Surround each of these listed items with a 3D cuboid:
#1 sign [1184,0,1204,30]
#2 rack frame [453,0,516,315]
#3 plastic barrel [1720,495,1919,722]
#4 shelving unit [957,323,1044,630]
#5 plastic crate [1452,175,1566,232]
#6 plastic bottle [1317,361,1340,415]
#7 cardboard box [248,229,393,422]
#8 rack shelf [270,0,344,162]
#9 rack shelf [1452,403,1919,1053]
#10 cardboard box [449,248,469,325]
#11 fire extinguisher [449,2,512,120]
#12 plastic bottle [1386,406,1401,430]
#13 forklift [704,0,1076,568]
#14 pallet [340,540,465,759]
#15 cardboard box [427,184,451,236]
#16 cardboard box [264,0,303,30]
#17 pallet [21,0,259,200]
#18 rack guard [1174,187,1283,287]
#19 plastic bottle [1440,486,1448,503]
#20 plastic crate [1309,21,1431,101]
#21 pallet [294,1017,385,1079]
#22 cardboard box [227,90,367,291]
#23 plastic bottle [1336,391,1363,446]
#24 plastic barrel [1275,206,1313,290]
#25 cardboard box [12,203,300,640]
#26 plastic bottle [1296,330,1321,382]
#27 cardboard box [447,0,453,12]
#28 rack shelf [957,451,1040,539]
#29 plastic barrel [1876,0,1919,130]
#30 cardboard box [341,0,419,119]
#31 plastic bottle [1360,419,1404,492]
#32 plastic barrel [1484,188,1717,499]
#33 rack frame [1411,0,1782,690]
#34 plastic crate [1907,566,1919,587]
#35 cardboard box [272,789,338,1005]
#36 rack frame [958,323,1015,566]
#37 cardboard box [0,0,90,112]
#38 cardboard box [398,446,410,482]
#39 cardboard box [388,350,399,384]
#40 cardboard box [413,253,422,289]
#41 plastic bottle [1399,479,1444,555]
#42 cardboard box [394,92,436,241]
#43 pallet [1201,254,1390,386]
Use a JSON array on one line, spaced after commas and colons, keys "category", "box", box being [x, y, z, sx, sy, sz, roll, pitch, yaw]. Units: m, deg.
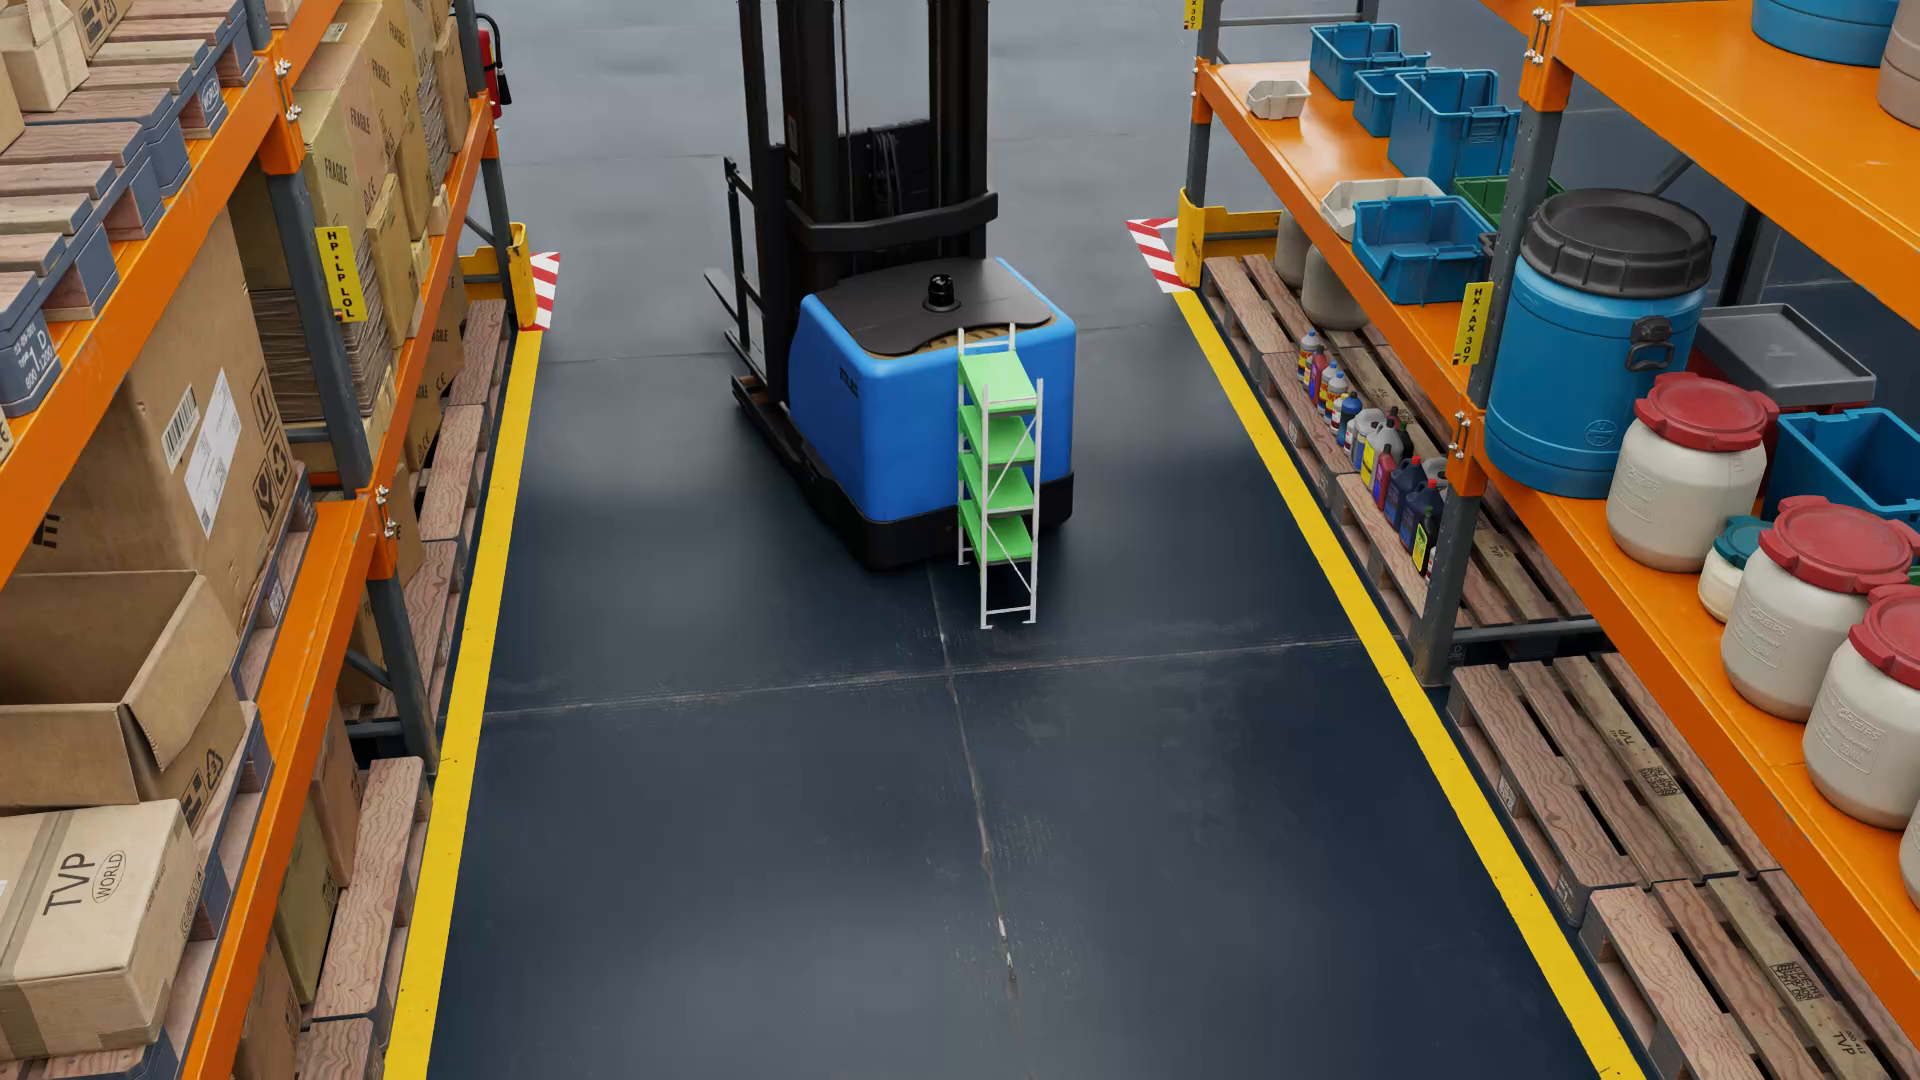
[{"category": "sign", "box": [1.306, -3.004, 9.249, 0.100, 0.325, 0.005, -4, 35, -6]}, {"category": "rack frame", "box": [-3.057, -2.554, 8.834, 1.000, 3.000, 0.127, -4, 35, -6]}, {"category": "plastic barrel", "box": [2.399, 0.207, 4.662, 0.433, 0.535, 0.433, 0, 34, 0]}, {"category": "shelving unit", "box": [0.160, -0.260, 7.066, 0.258, 1.200, 0.503, -7, 35, -9]}, {"category": "plastic crate", "box": [2.486, -1.388, 7.311, 0.450, 0.188, 0.662, -4, 35, -6]}, {"category": "plastic bottle", "box": [1.832, -0.757, 8.229, 0.097, 0.271, 0.097, 0, 34, 0]}, {"category": "cardboard box", "box": [-2.518, -0.742, 5.822, 0.875, 0.500, 0.500, -4, 35, -6]}, {"category": "rack shelf", "box": [-2.788, -2.380, 6.554, 1.077, 0.370, 4.000, -4, 35, -6]}, {"category": "rack shelf", "box": [2.658, 0.717, 4.674, 1.077, 0.370, 4.000, -4, 35, -6]}, {"category": "cardboard box", "box": [-2.989, -1.345, 8.906, 0.500, 0.500, 0.500, 2, 34, 2]}, {"category": "fire extinguisher", "box": [-2.615, -2.620, 9.000, 0.296, 0.674, 0.183, -4, 35, -6]}, {"category": "plastic bottle", "box": [2.035, -0.480, 7.812, 0.061, 0.283, 0.133, -4, 35, -6]}, {"category": "forklift", "box": [-0.549, -1.905, 7.943, 1.130, 2.935, 3.031, -15, 37, -20]}, {"category": "pallet", "box": [-2.644, 0.459, 6.889, 1.003, 0.211, 1.213, -4, 35, -6]}, {"category": "cardboard box", "box": [-2.508, -1.477, 7.477, 0.380, 0.149, 0.250, -4, 35, -6]}, {"category": "cardboard box", "box": [-2.326, -1.770, 5.153, 0.500, 0.250, 0.500, -6, 35, -8]}, {"category": "pallet", "box": [-2.541, -1.131, 4.249, 1.213, 0.211, 1.003, -4, 35, -6]}, {"category": "rack guard", "box": [1.908, -1.857, 10.031, 1.175, 0.500, 0.348, -4, 35, -6]}, {"category": "plastic bottle", "box": [2.160, -0.132, 7.242, 0.144, 0.351, 0.185, -4, 35, -6]}, {"category": "plastic crate", "box": [2.215, -2.611, 9.049, 0.499, 0.251, 0.616, -4, 35, -6]}, {"category": "pallet", "box": [-2.245, 1.947, 4.705, 1.003, 0.211, 1.213, -4, 35, -6]}, {"category": "cardboard box", "box": [-2.327, -1.169, 5.561, 0.500, 0.500, 0.500, -4, 35, -6]}, {"category": "plastic bottle", "box": [1.873, -0.588, 7.981, 0.097, 0.271, 0.097, 0, 34, 0]}, {"category": "plastic barrel", "box": [2.015, -1.713, 9.436, 0.421, 0.512, 0.421, 0, 34, 0]}, {"category": "cardboard box", "box": [-2.551, -0.289, 4.605, 1.000, 1.000, 1.000, -4, 34, -6]}, {"category": "plastic bottle", "box": [1.786, -0.948, 8.509, 0.097, 0.271, 0.097, 0, 34, 0]}, {"category": "cardboard box", "box": [-2.738, -2.843, 8.017, 0.500, 0.500, 0.500, -4, 35, -6]}, {"category": "rack shelf", "box": [0.160, -0.207, 7.102, 0.258, 0.148, 0.480, -7, 35, -9]}, {"category": "plastic barrel", "box": [2.761, -1.511, 4.195, 0.600, 0.901, 0.600, 0, 34, 0]}, {"category": "cardboard box", "box": [-2.541, -2.005, 6.788, 0.500, 0.500, 0.500, -4, 35, -6]}, {"category": "plastic bottle", "box": [1.948, -0.409, 7.648, 0.144, 0.351, 0.185, -5, 35, -7]}, {"category": "plastic barrel", "box": [2.141, -0.665, 5.617, 0.600, 0.901, 0.708, -4, 35, -6]}, {"category": "rack frame", "box": [2.389, -0.697, 6.109, 1.000, 3.000, 0.127, -4, 35, -6]}, {"category": "plastic crate", "box": [2.903, 0.341, 4.774, 0.450, 0.188, 0.662, -4, 35, -6]}, {"category": "cardboard box", "box": [-2.412, 1.141, 5.240, 0.700, 0.500, 0.500, -5, 35, -7]}, {"category": "rack frame", "box": [0.111, -0.394, 7.263, 0.240, 1.200, 0.015, -7, 35, -9]}, {"category": "cardboard box", "box": [-2.293, -1.162, 3.874, 0.396, 0.266, 0.258, -3, 34, -5]}, {"category": "cardboard box", "box": [-2.779, -0.348, 7.444, 0.500, 0.500, 0.500, -7, 35, -11]}, {"category": "cardboard box", "box": [-2.331, -0.638, 6.246, 0.380, 0.149, 0.250, -4, 35, -6]}, {"category": "cardboard box", "box": [-2.442, -1.056, 6.859, 0.380, 0.149, 0.250, -4, 35, -6]}, {"category": "plastic bottle", "box": [2.017, -0.121, 7.226, 0.144, 0.351, 0.185, -5, 35, -8]}, {"category": "cardboard box", "box": [-2.744, -1.577, 7.047, 0.875, 0.500, 0.500, -4, 35, -6]}, {"category": "pallet", "box": [2.012, -1.284, 9.446, 1.003, 0.211, 1.213, -4, 35, -6]}]
